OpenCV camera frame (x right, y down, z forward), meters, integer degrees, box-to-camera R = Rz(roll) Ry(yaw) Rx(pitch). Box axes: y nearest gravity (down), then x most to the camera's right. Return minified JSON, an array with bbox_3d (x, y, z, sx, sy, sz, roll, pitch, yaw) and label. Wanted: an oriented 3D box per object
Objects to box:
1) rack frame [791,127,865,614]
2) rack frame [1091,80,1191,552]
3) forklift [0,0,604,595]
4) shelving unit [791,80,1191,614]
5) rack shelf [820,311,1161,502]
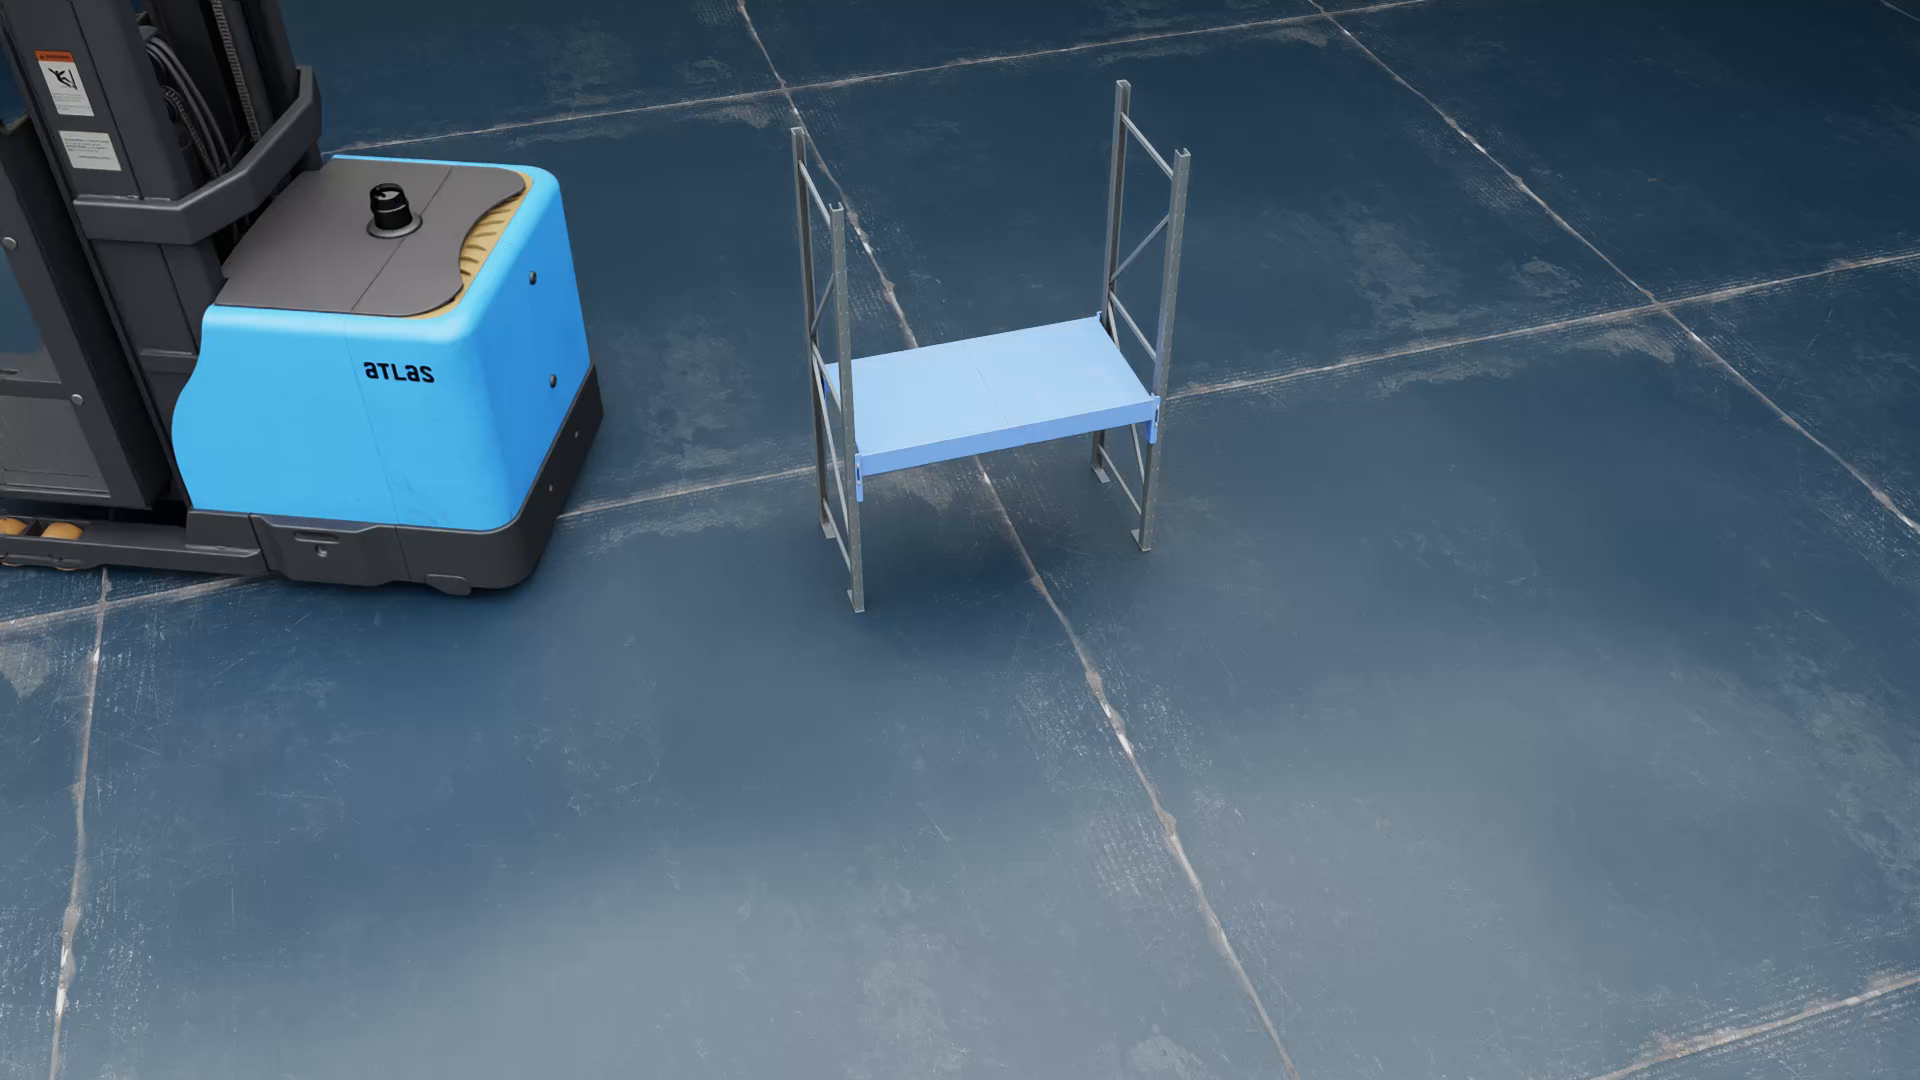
[{"bbox_3d":[-0.404,-0.481,5.161,0.032,1.500,0.500,-12,42,-13],"label":"rack frame"},{"bbox_3d":[0.566,-0.682,5.391,0.032,1.500,0.500,-12,42,-13],"label":"rack frame"},{"bbox_3d":[-2.875,-1.340,5.056,3.031,2.935,1.130,4,41,5],"label":"forklift"},{"bbox_3d":[0.081,-0.582,5.276,1.048,1.500,0.538,-12,42,-13],"label":"shelving unit"},{"bbox_3d":[0.081,-0.446,5.394,1.000,0.185,0.538,-12,42,-13],"label":"rack shelf"}]
